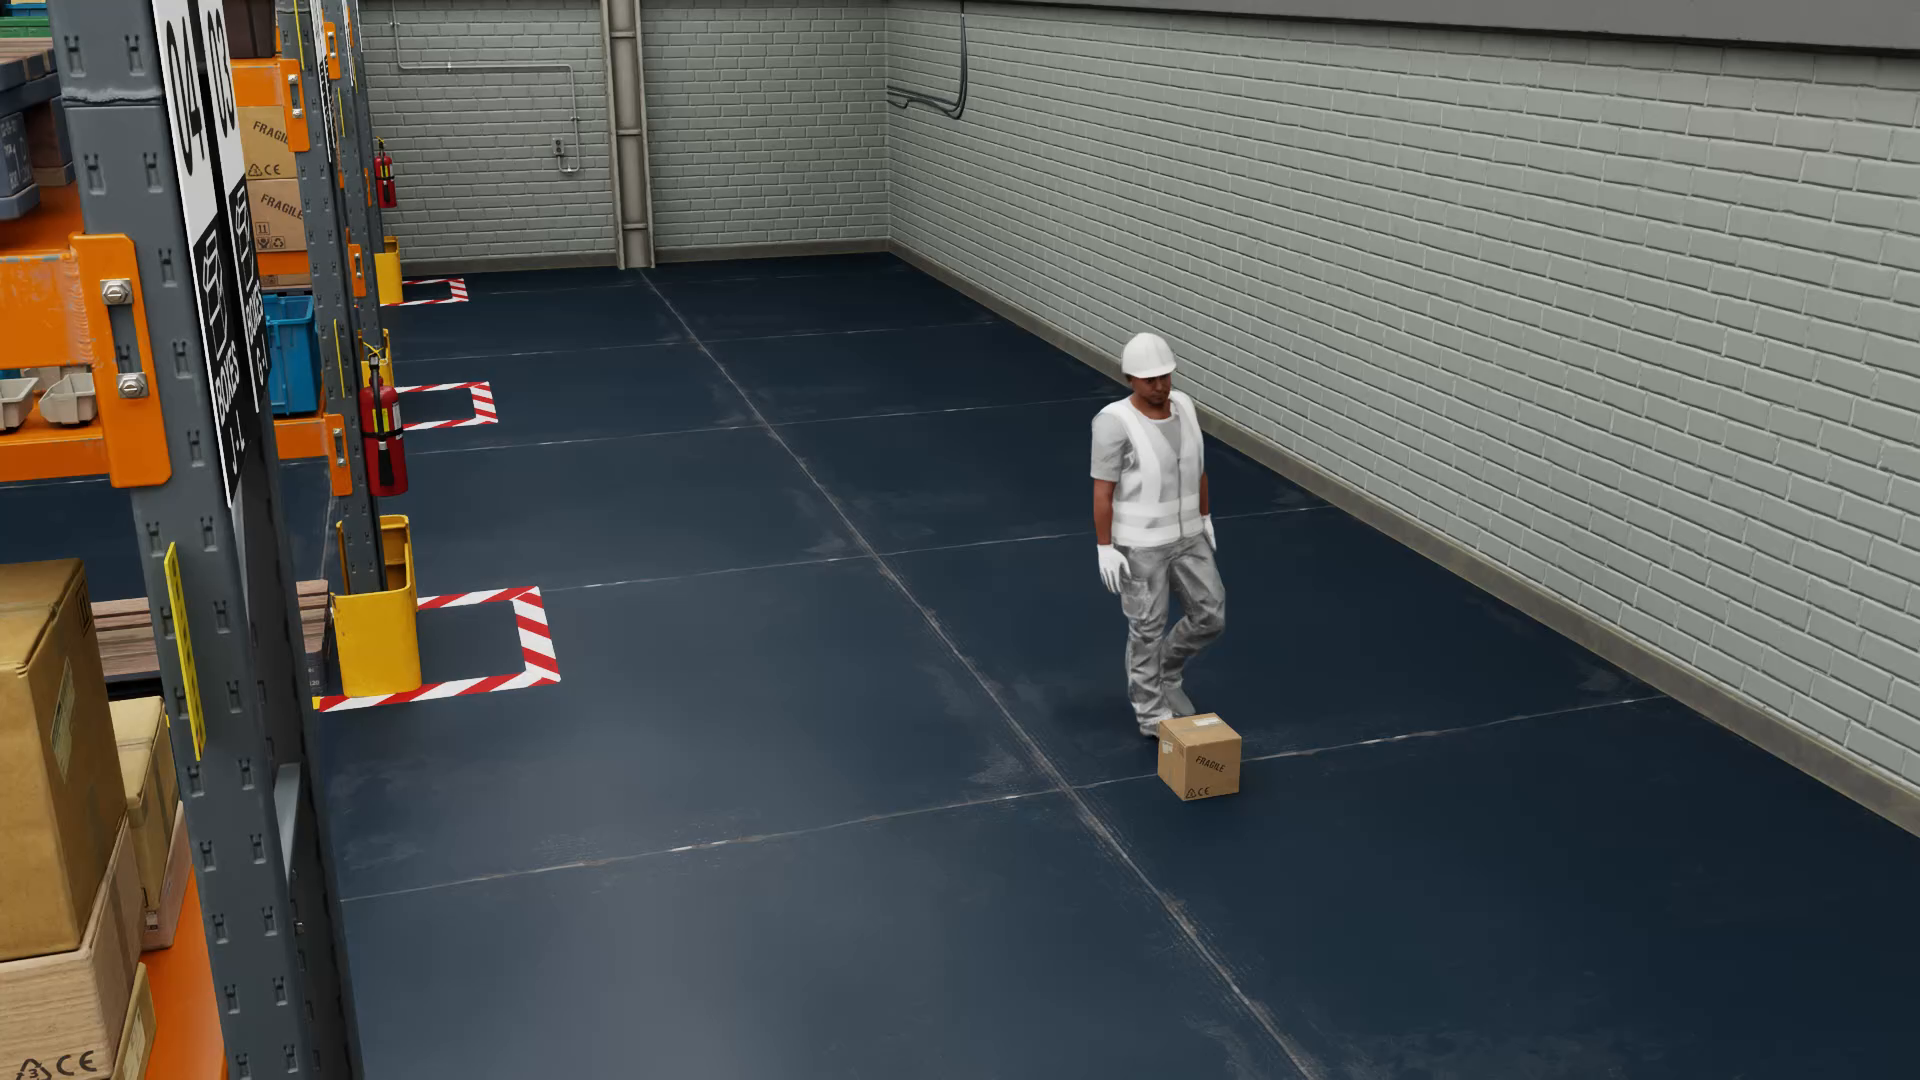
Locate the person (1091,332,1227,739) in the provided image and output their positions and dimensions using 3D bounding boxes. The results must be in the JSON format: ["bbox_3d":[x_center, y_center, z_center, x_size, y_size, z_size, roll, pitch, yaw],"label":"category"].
[{"bbox_3d":[0.854,0.012,6.987,0.595,1.783,0.460,-14,23,-35],"label":"person"}]
